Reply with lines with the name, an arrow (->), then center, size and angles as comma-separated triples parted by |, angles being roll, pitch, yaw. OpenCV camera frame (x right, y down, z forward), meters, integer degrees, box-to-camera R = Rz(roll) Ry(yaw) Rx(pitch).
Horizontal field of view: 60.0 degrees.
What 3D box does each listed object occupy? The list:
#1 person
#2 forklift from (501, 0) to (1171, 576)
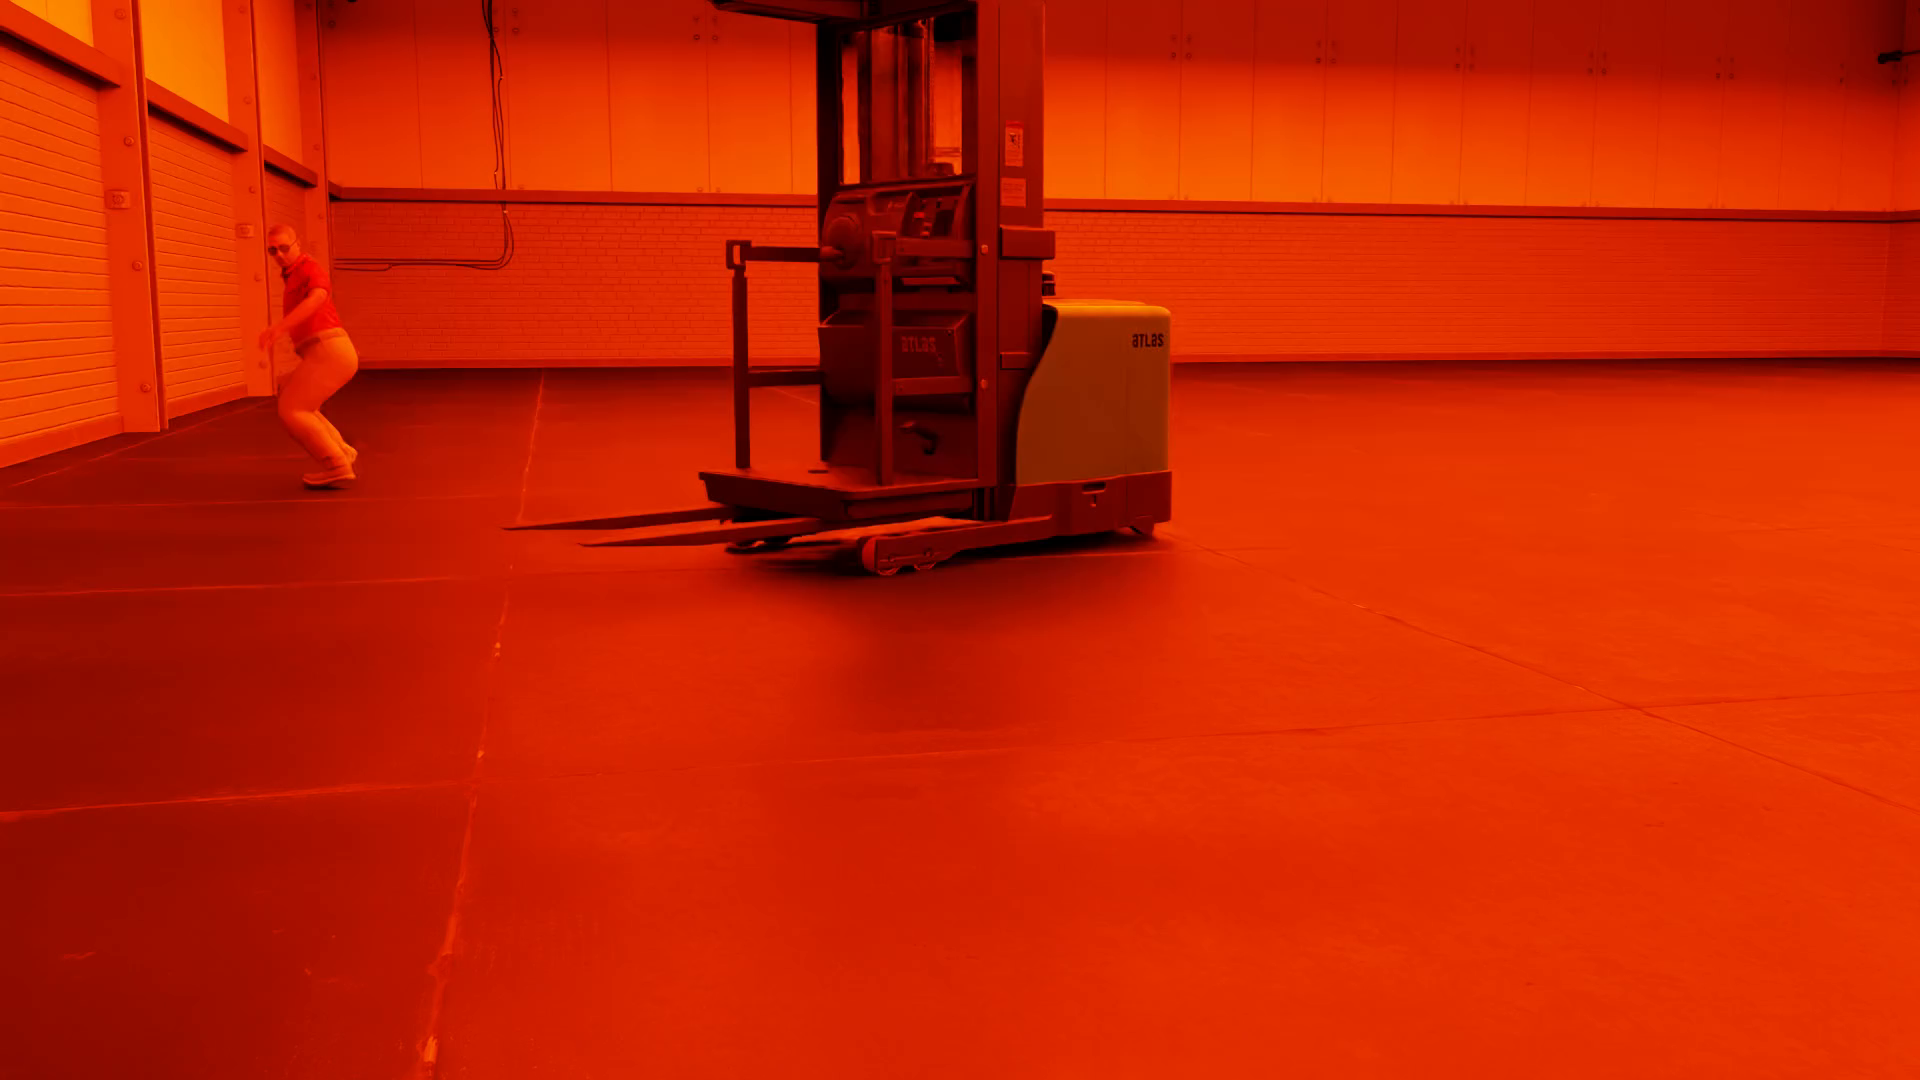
person -> -3.935, -1.072, 10.108 | 0.526, 1.648, 1.017 | -3, 8, -18
forklift -> -0.437, -1.387, 7.043 | 3.031, 2.935, 1.130 | -7, 11, -42
